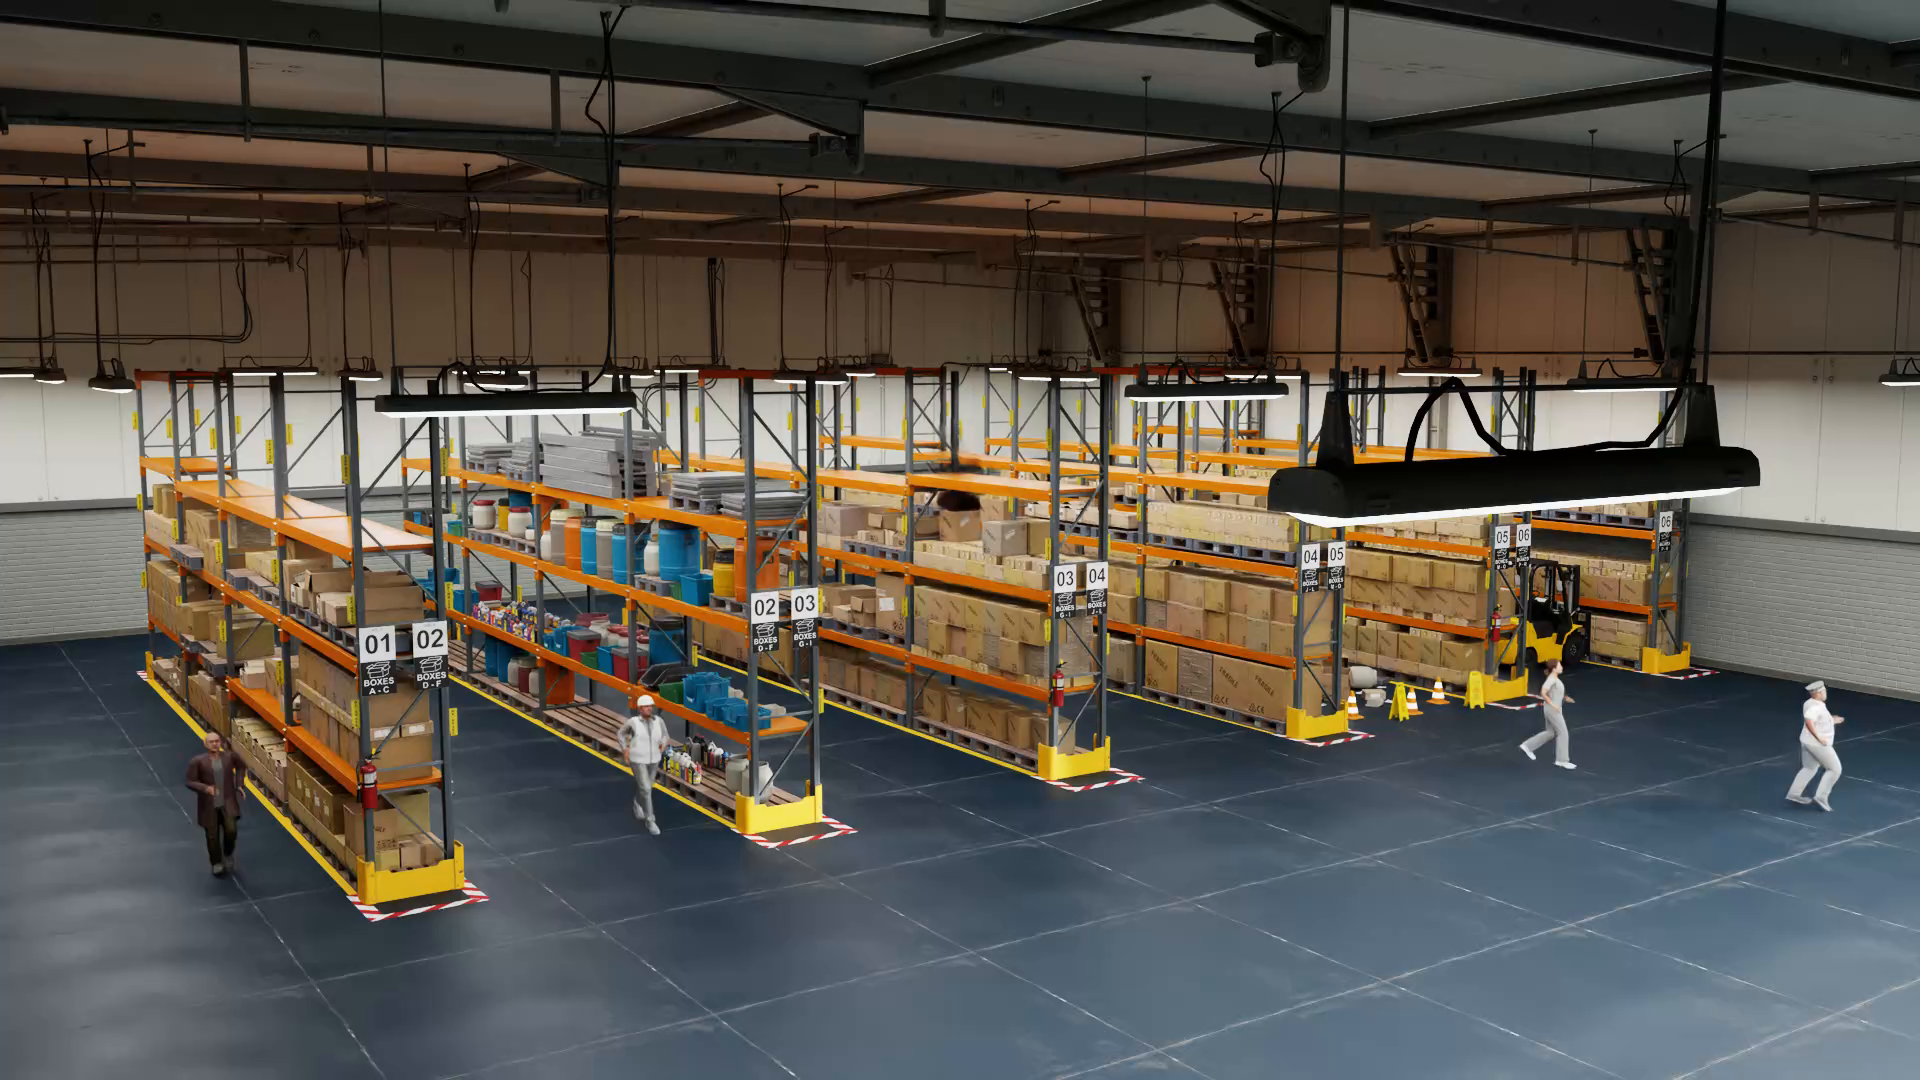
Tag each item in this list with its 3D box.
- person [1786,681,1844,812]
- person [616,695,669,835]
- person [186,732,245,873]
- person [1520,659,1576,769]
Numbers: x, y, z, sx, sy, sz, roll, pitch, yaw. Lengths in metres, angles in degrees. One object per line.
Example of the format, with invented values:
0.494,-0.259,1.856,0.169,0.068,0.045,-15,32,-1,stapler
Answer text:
11.909,2.869,23.075,0.725,1.834,0.637,0,6,4,person
-4.175,2.937,22.117,0.656,1.788,0.916,-5,8,-37,person
-8.967,3.191,20.106,0.689,1.743,0.681,-4,7,-31,person
9.019,2.637,25.430,0.822,1.675,0.579,2,7,18,person
